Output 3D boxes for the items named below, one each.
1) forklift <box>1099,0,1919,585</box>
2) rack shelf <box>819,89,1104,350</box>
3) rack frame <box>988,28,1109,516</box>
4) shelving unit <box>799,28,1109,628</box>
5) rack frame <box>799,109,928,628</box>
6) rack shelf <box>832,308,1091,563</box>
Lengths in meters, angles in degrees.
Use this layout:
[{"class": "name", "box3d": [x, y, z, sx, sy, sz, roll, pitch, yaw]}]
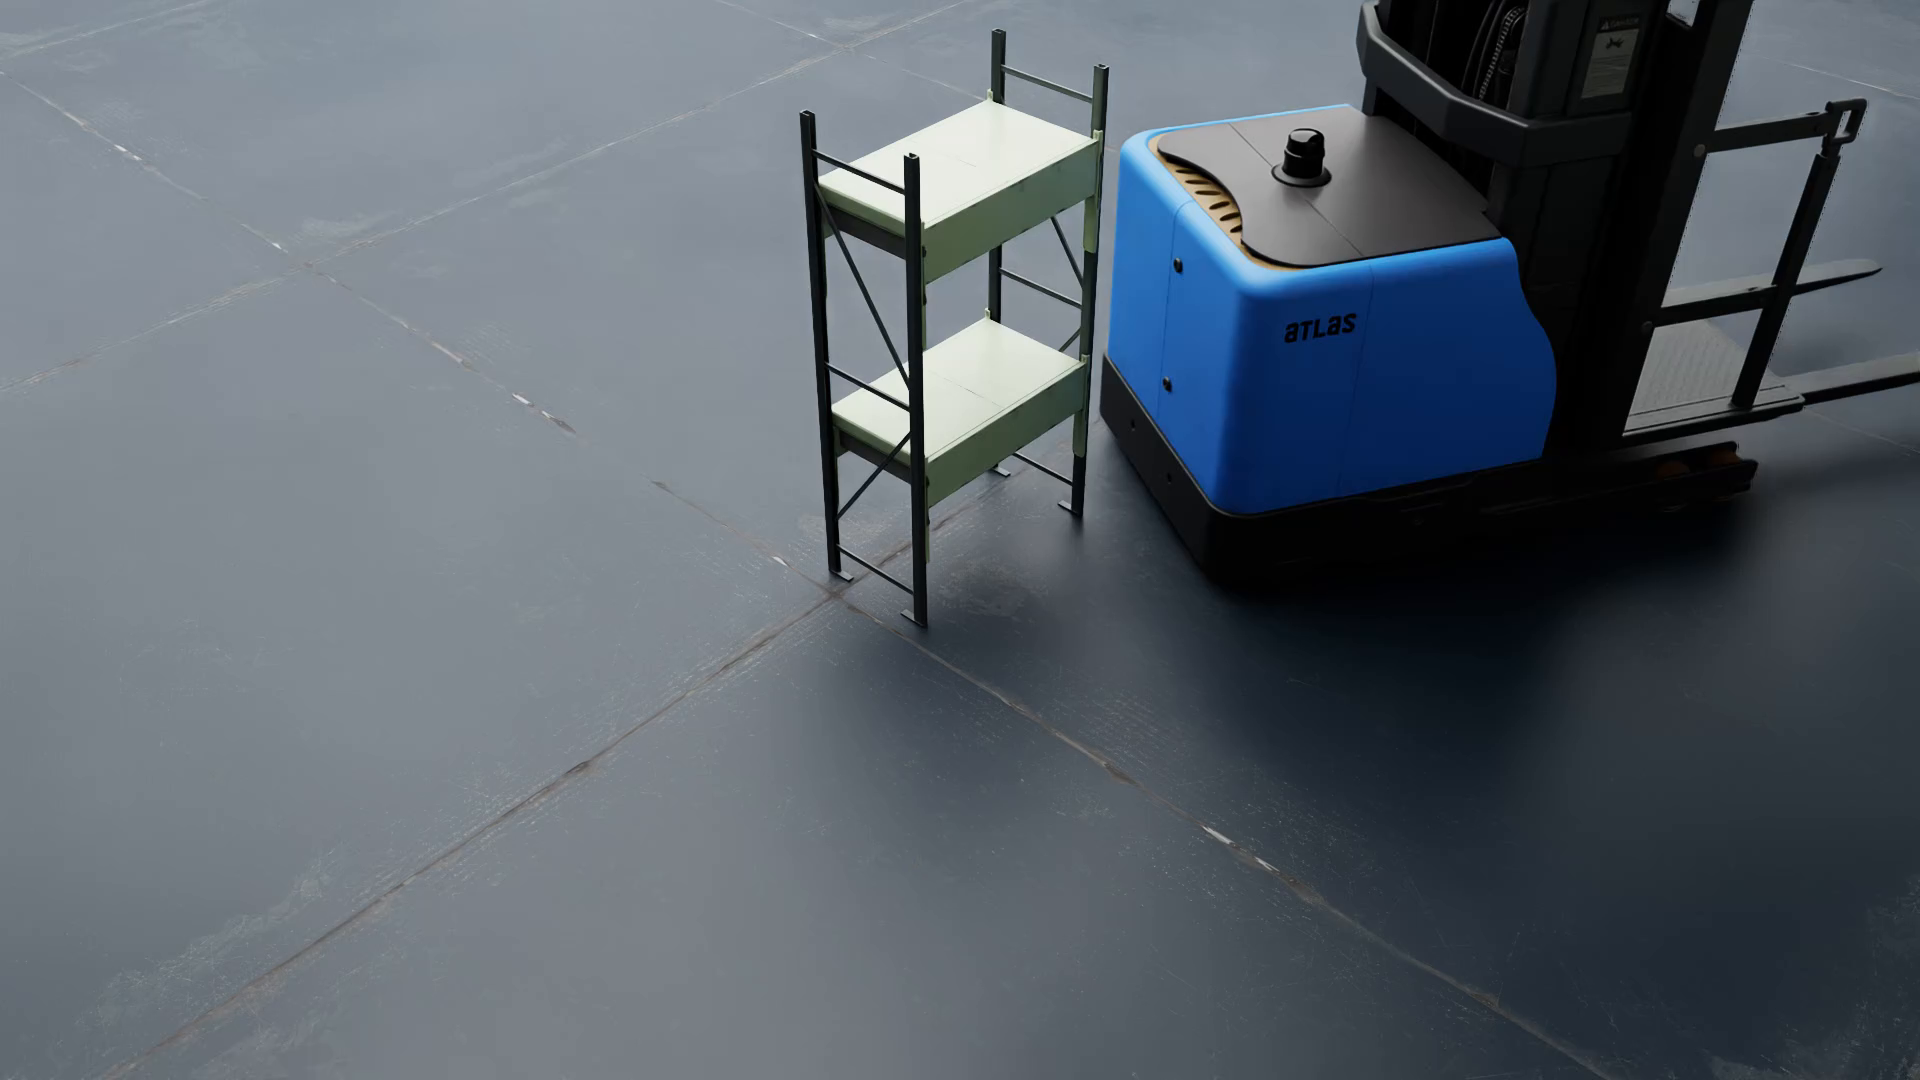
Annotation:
[{"class": "forklift", "box3d": [2.052, -1.540, 4.832, 3.031, 2.935, 1.130, -11, 40, -13]}, {"class": "rack shelf", "box3d": [-0.004, -0.889, 4.536, 0.431, 0.370, 0.720, 30, 47, 32]}, {"class": "rack frame", "box3d": [0.242, -0.752, 4.991, 0.400, 1.500, 0.023, 30, 47, 32]}, {"class": "shelving unit", "box3d": [-0.004, -0.584, 4.779, 0.431, 1.500, 0.755, 30, 47, 32]}, {"class": "rack frame", "box3d": [-0.251, -0.416, 4.568, 0.400, 1.500, 0.023, 30, 47, 32]}, {"class": "rack shelf", "box3d": [-0.004, -0.329, 4.982, 0.431, 0.370, 0.720, 30, 47, 32]}]
